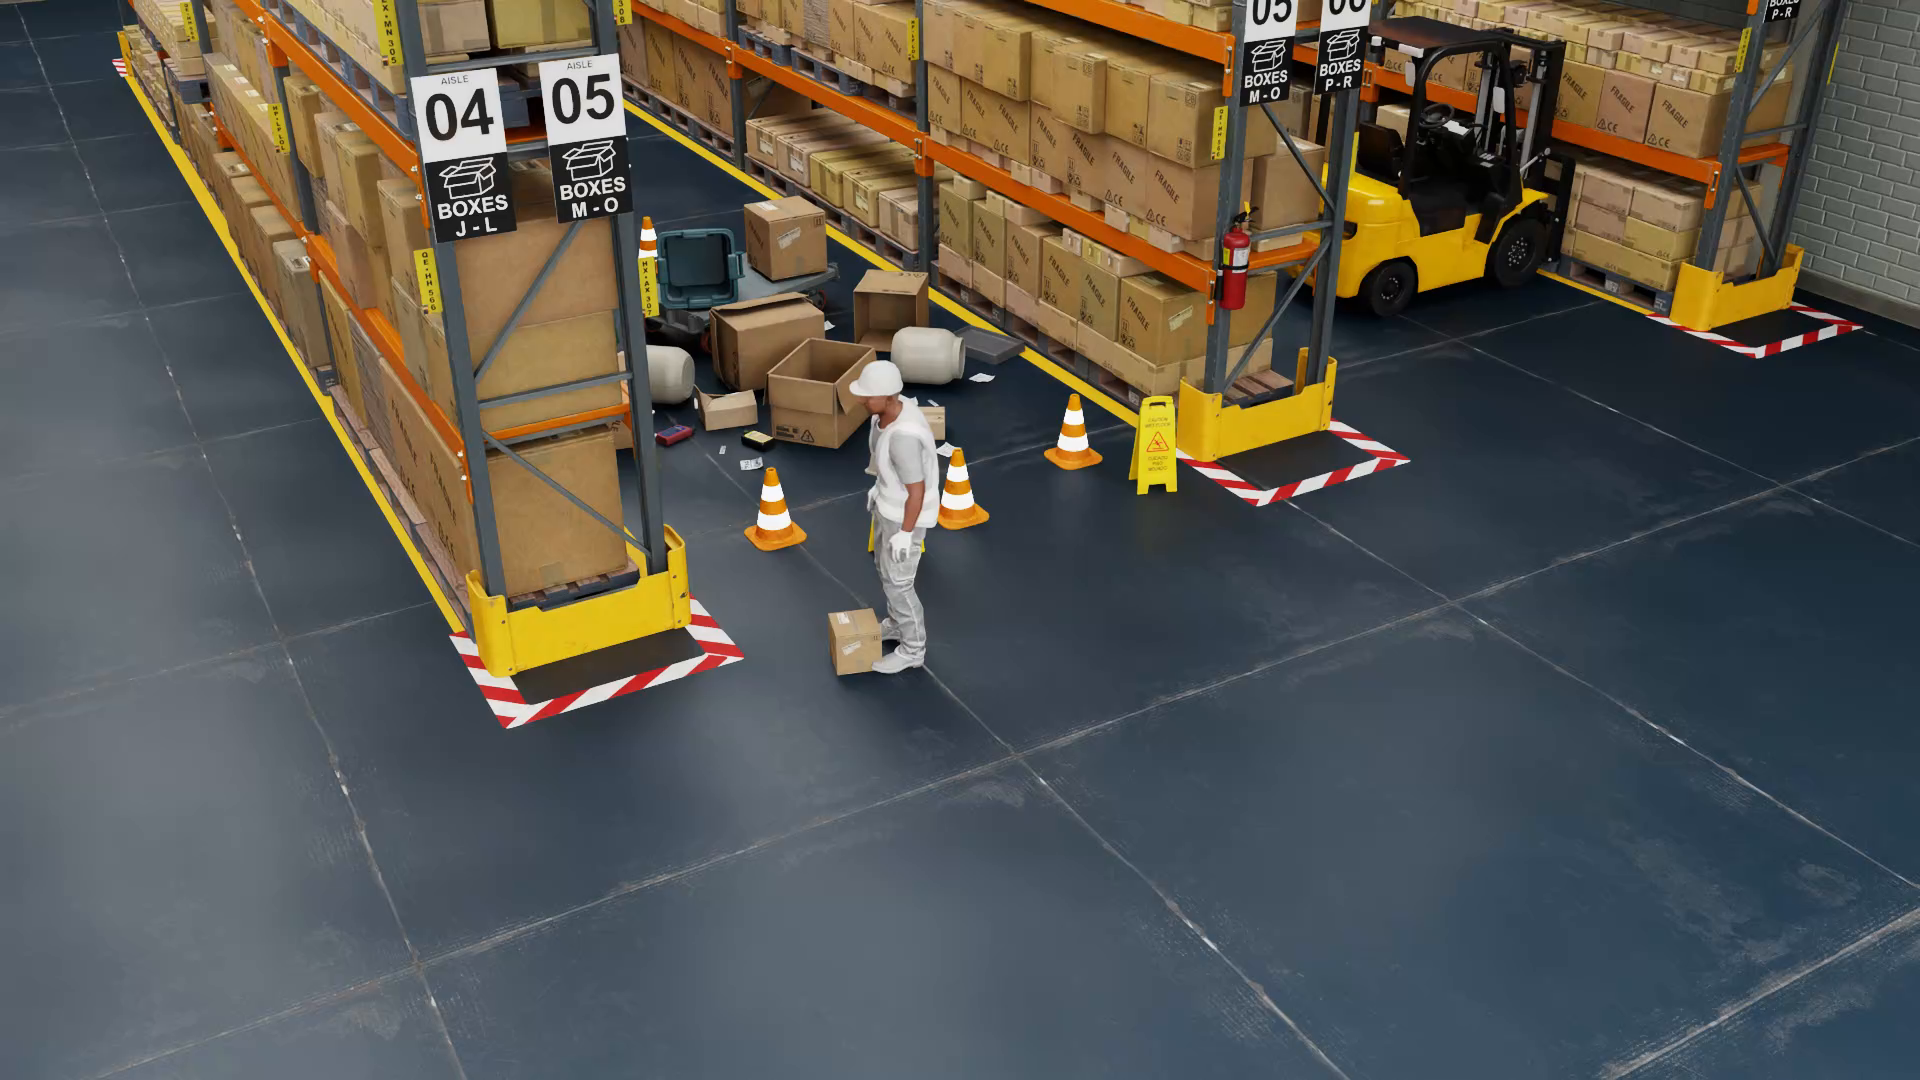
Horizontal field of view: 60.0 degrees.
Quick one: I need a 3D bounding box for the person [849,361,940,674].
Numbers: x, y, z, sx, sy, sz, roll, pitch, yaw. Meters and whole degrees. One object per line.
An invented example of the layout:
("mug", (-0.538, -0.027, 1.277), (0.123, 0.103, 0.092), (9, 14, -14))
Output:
("person", (-0.348, -0.142, 8.815), (0.448, 1.773, 0.620), (-7, 30, -13))
